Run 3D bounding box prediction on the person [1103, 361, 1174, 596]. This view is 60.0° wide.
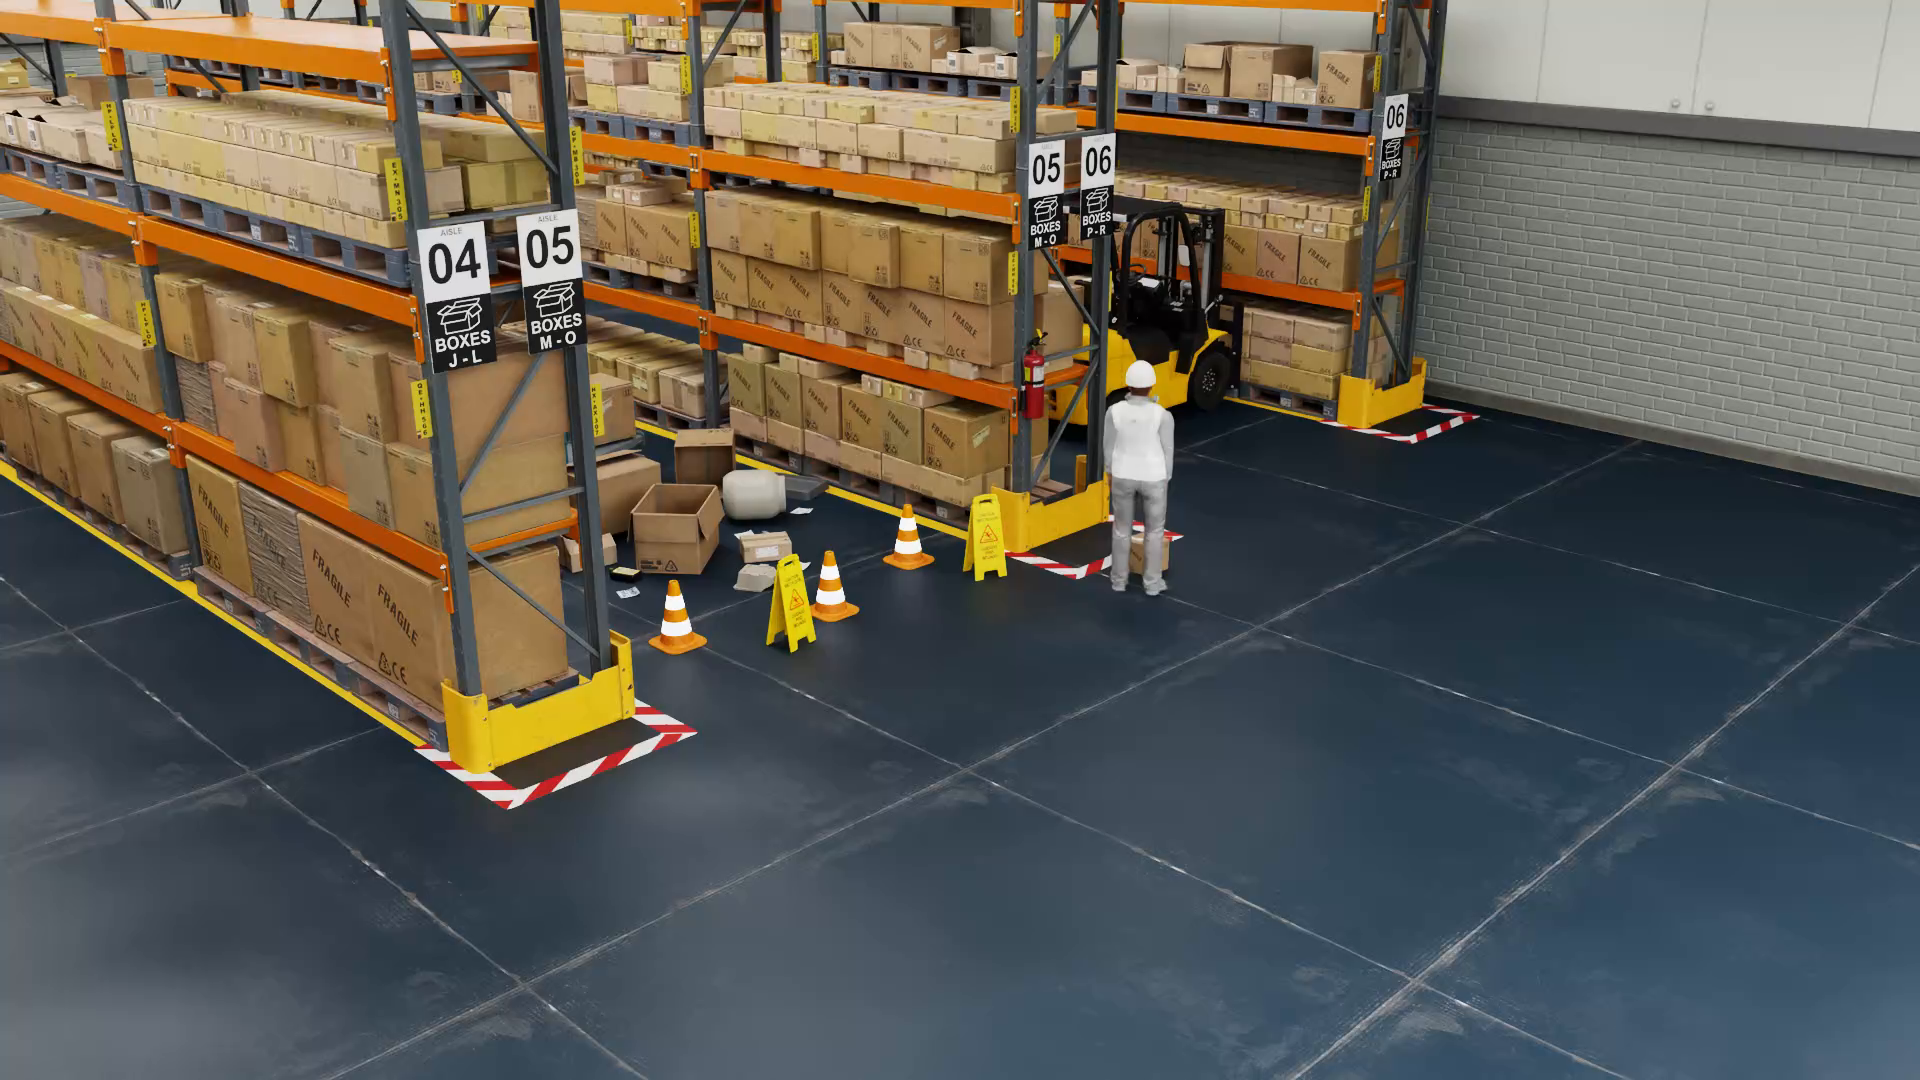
[{"bbox_3d":[1.316,-0.468,12.309,0.531,1.774,0.359,7,21,17],"label":"person"}]
